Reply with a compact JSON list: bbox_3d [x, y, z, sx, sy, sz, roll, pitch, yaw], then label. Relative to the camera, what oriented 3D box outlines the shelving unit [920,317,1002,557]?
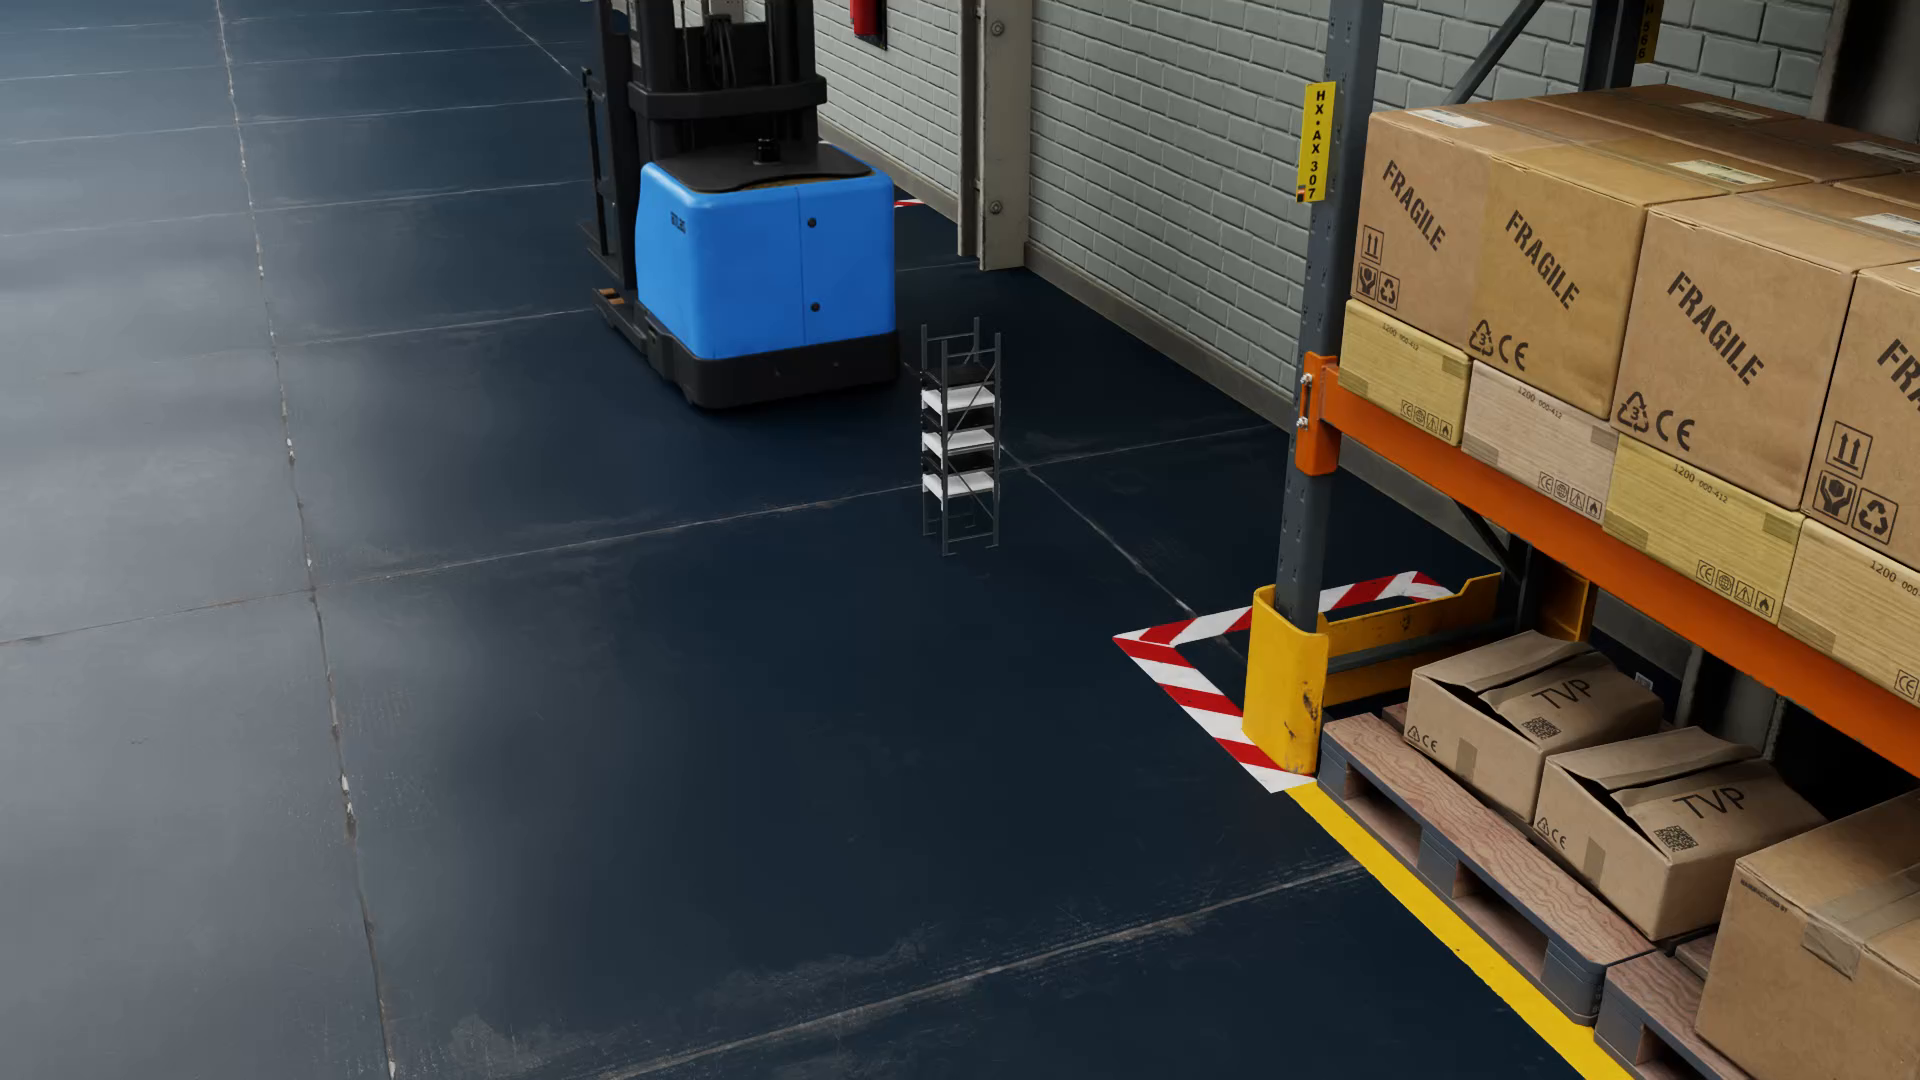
[{"bbox_3d":[0.003,-0.401,6.546,0.258,0.900,0.210,-11,28,-21],"label":"shelving unit"}]

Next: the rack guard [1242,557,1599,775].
[{"bbox_3d":[1.513,0.354,5.456,1.175,0.500,0.348,-11,28,-21],"label":"rack guard"}]

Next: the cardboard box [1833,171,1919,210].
[{"bbox_3d":[2.258,-0.512,3.673,0.500,0.500,0.500,-11,28,-22],"label":"cardboard box"}]

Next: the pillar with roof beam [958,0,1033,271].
[{"bbox_3d":[-3.758,-5.045,6.825,9.100,9.000,0.400,-11,28,-21],"label":"pillar with roof beam"}]

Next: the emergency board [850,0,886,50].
[{"bbox_3d":[-0.729,-4.093,11.713,0.194,1.169,0.643,-11,28,-21],"label":"emergency board"}]

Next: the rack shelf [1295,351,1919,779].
[{"bbox_3d":[2.266,0.331,3.474,1.077,0.370,4.000,-11,28,-21],"label":"rack shelf"}]

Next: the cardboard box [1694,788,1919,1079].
[{"bbox_3d":[2.136,0.955,3.723,0.700,0.500,0.500,-12,29,-24],"label":"cardboard box"}]

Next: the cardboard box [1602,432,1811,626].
[{"bbox_3d":[1.793,-0.076,3.636,0.500,0.250,0.500,-11,28,-21],"label":"cardboard box"}]

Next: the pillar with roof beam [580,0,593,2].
[{"bbox_3d":[-8.457,-9.889,16.747,9.100,9.000,0.400,-11,28,-21],"label":"pillar with roof beam"}]

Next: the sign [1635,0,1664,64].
[{"bbox_3d":[2.002,-1.550,4.825,0.100,0.325,0.005,-11,28,-21],"label":"sign"}]

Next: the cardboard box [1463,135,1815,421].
[{"bbox_3d":[1.578,-0.633,3.921,0.500,0.500,0.500,-10,28,-20],"label":"cardboard box"}]

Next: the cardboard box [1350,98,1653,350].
[{"bbox_3d":[1.394,-0.834,4.333,0.500,0.500,0.500,-11,28,-21],"label":"cardboard box"}]

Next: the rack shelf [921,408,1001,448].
[{"bbox_3d":[0.003,-0.452,6.521,0.258,0.077,0.200,-11,28,-21],"label":"rack shelf"}]

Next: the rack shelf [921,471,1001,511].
[{"bbox_3d":[0.003,-0.209,6.639,0.258,0.077,0.200,-11,28,-21],"label":"rack shelf"}]

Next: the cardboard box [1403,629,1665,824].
[{"bbox_3d":[1.671,0.505,4.860,0.500,0.311,0.500,-14,29,-26],"label":"cardboard box"}]

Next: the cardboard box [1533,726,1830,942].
[{"bbox_3d":[1.895,0.735,4.388,0.500,0.311,0.500,-8,27,-16],"label":"cardboard box"}]

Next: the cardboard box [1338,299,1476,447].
[{"bbox_3d":[1.382,-0.490,4.483,0.500,0.250,0.500,-11,28,-22],"label":"cardboard box"}]

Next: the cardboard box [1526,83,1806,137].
[{"bbox_3d":[1.863,-0.925,4.519,0.500,0.500,0.500,-11,28,-21],"label":"cardboard box"}]

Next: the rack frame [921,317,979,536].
[{"bbox_3d":[-0.037,-0.442,6.630,0.240,0.900,0.006,-11,28,-21],"label":"rack frame"}]

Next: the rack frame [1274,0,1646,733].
[{"bbox_3d":[1.483,-0.800,4.970,1.000,3.000,0.127,-11,28,-21],"label":"rack frame"}]

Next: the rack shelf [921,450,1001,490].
[{"bbox_3d":[0.003,-0.290,6.600,0.258,0.077,0.200,-11,28,-21],"label":"rack shelf"}]

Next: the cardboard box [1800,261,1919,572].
[{"bbox_3d":[1.988,-0.217,3.069,0.500,0.500,0.500,-10,28,-19],"label":"cardboard box"}]

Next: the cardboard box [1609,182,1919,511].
[{"bbox_3d":[1.775,-0.423,3.492,0.500,0.500,0.500,-12,28,-22],"label":"cardboard box"}]

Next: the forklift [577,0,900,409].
[{"bbox_3d":[-1.397,-2.554,8.641,1.130,2.935,3.031,-12,29,-23],"label":"forklift"}]

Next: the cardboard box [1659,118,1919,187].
[{"bbox_3d":[2.051,-0.720,4.099,0.500,0.500,0.500,-10,28,-20],"label":"cardboard box"}]

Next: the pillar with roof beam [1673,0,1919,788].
[{"bbox_3d":[-1.408,-2.622,1.864,9.100,9.000,0.400,-11,28,-21],"label":"pillar with roof beam"}]

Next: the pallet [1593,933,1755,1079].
[{"bbox_3d":[2.272,1.309,3.828,1.003,0.211,1.213,-11,28,-21],"label":"pallet"}]

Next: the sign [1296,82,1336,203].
[{"bbox_3d":[0.984,-1.096,4.589,0.100,0.325,0.005,-11,28,-21],"label":"sign"}]

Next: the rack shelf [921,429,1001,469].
[{"bbox_3d":[0.003,-0.371,6.560,0.258,0.077,0.200,-11,28,-21],"label":"rack shelf"}]

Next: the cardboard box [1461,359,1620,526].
[{"bbox_3d":[1.599,-0.283,4.059,0.500,0.250,0.500,-11,28,-22],"label":"cardboard box"}]

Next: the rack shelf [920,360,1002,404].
[{"bbox_3d":[0.003,-0.614,6.442,0.258,0.077,0.200,-11,28,-21],"label":"rack shelf"}]

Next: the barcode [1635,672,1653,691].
[{"bbox_3d":[2.046,0.440,4.983,0.001,0.075,0.075,-11,28,-21],"label":"barcode"}]

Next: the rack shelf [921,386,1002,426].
[{"bbox_3d":[0.003,-0.533,6.481,0.258,0.077,0.200,-11,28,-21],"label":"rack shelf"}]

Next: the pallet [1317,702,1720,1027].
[{"bbox_3d":[1.799,0.818,4.835,1.003,0.211,1.213,-11,28,-21],"label":"pallet"}]

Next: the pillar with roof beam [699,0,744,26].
[{"bbox_3d":[-6.107,-7.467,11.786,9.100,9.000,0.400,-11,28,-21],"label":"pillar with roof beam"}]

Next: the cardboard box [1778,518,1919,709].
[{"bbox_3d":[1.989,0.128,3.217,0.500,0.250,0.500,-10,28,-20],"label":"cardboard box"}]

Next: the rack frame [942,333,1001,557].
[{"bbox_3d":[0.043,-0.360,6.462,0.240,0.900,0.006,-11,28,-21],"label":"rack frame"}]
